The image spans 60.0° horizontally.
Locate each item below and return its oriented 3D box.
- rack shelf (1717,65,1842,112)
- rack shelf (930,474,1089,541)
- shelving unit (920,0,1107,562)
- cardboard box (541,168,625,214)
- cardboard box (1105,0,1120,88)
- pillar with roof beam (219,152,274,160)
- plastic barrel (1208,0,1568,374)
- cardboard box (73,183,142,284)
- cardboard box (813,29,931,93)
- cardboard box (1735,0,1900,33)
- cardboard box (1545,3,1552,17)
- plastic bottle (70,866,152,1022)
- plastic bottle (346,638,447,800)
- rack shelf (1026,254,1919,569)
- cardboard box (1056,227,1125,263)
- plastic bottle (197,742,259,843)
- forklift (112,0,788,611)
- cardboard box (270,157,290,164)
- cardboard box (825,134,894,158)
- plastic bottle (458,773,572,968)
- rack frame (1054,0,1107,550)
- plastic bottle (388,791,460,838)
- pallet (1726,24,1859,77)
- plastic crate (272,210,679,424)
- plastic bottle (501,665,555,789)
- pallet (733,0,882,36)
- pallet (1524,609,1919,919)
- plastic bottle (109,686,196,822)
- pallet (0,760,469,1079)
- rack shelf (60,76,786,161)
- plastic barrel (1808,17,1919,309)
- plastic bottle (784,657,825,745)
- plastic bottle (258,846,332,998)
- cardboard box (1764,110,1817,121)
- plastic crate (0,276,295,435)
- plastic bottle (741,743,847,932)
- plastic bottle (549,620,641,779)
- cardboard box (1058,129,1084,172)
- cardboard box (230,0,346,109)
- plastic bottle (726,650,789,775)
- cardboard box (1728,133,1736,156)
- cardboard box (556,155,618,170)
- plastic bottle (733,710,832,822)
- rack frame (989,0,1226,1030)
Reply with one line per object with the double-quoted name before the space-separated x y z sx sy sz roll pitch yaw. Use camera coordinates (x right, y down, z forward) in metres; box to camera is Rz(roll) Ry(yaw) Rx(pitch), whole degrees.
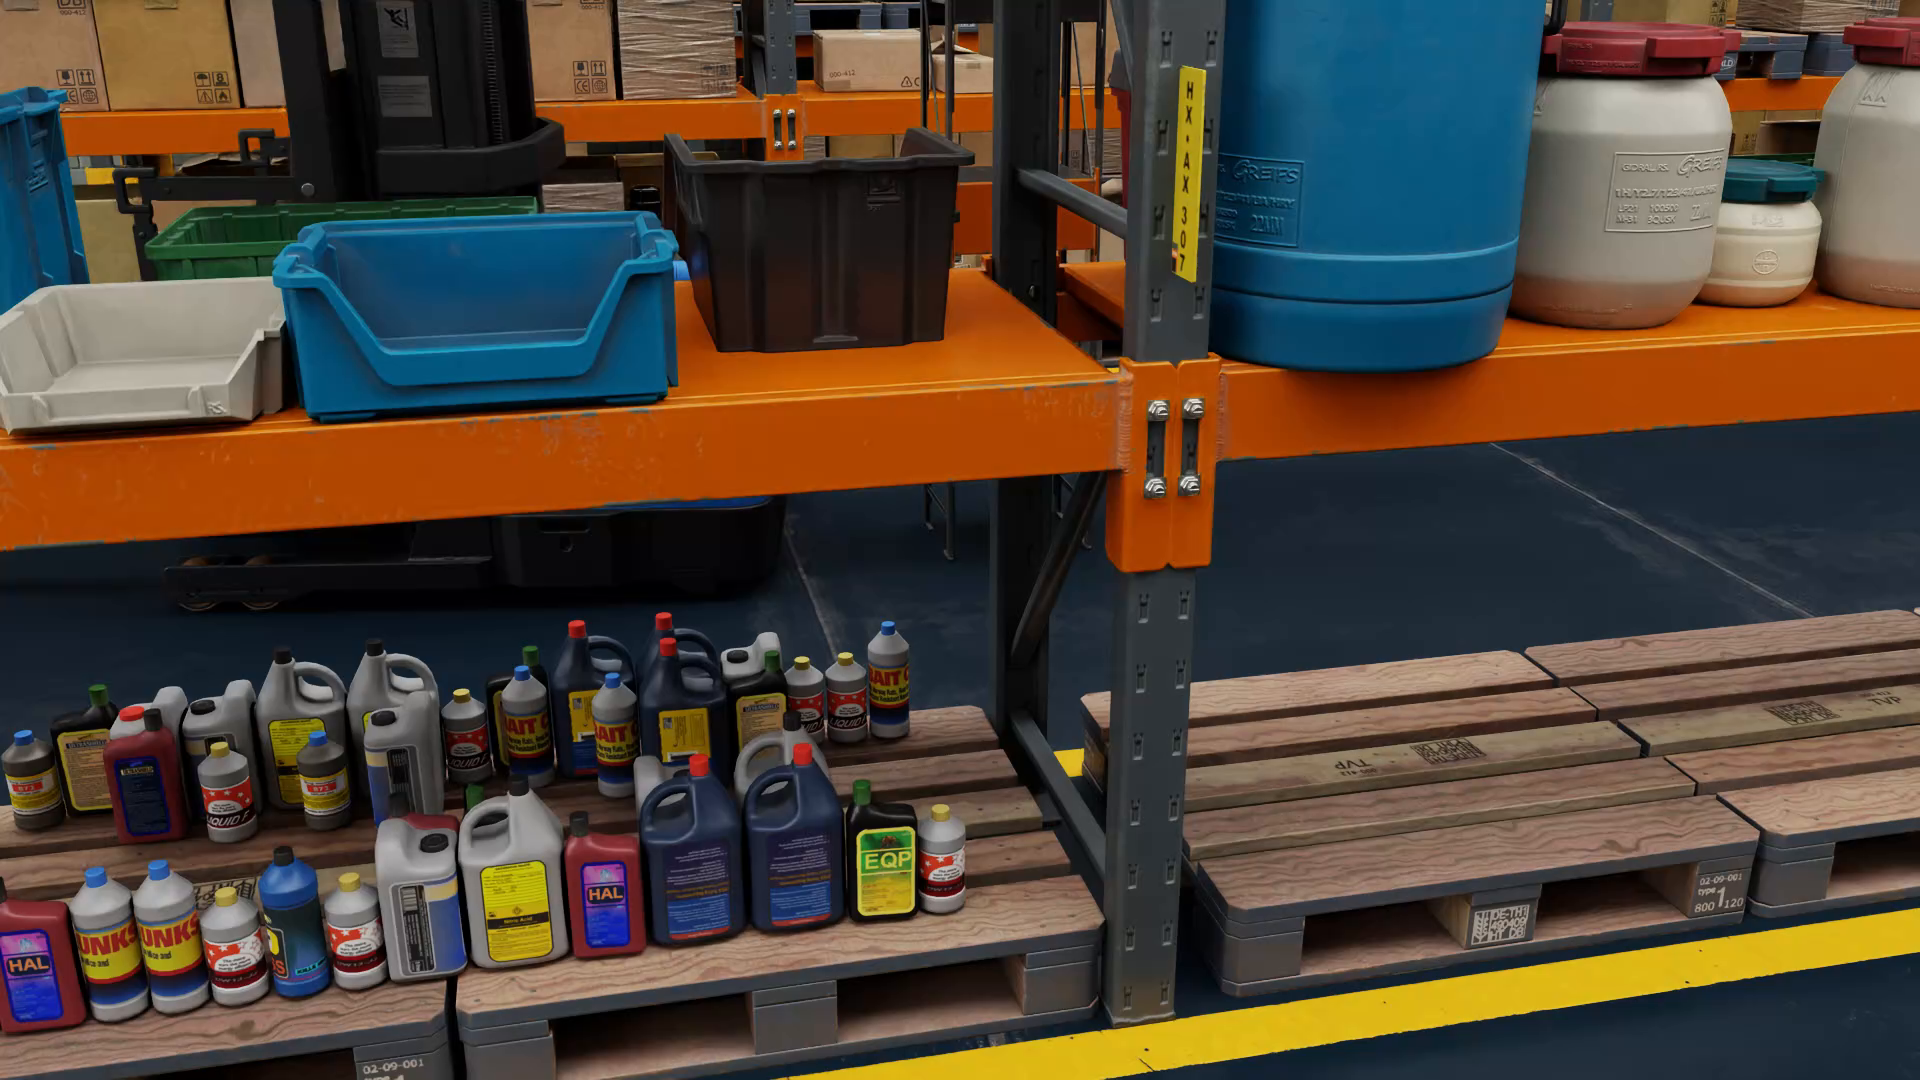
"rack shelf" 4.947 -2.427 9.125 4.000 0.370 1.077 -5 21 -12
"rack shelf" 0.161 -0.329 5.735 0.480 0.518 0.431 -5 21 -12
"shelving unit" 0.161 -0.999 5.489 0.503 2.100 0.431 -5 21 -12
"cardboard box" -1.782 -1.403 7.579 0.500 0.500 0.500 -5 21 -12
"cardboard box" 0.859 -2.474 8.061 0.500 0.500 0.500 -5 21 -12
"pillar with roof beam" -4.455 -5.352 7.342 0.400 9.000 9.100 -5 21 -12
"plastic barrel" 0.690 -0.796 2.898 0.708 0.901 0.600 -5 21 -12
"cardboard box" -3.725 -1.240 7.135 0.500 0.500 0.500 -5 21 -12
"cardboard box" -0.423 -2.273 7.877 0.500 0.250 0.500 -3 20 -9
"cardboard box" 4.522 -2.947 8.742 0.500 0.500 0.700 -1 20 -2
"cardboard box" 4.740 -4.277 13.466 0.250 0.149 0.380 -5 21 -12
"plastic bottle" -1.479 0.693 2.888 0.097 0.271 0.097 0 20 0
"plastic bottle" -1.234 0.379 3.630 0.185 0.351 0.144 -5 21 -13
"rack shelf" 2.190 -0.452 3.734 4.000 0.370 1.077 -5 21 -12
"cardboard box" 0.559 -1.488 8.087 0.500 0.311 0.500 -5 21 -14
"plastic bottle" -1.529 0.519 3.466 0.097 0.201 0.097 0 20 0
"forklift" -2.125 -1.340 5.210 3.031 2.935 1.130 -1 20 -2
"cardboard box" -4.679 -2.645 11.944 0.500 0.311 0.500 -3 20 -8
"cardboard box" -0.832 -3.102 12.917 0.500 0.500 0.700 -5 21 -14
"plastic bottle" -0.817 0.594 3.044 0.185 0.351 0.144 -5 21 -13
"rack frame" 0.399 -1.018 5.542 0.015 2.100 0.400 -5 21 -12
"plastic bottle" -1.001 0.601 3.121 0.133 0.283 0.061 -5 21 -12
"pallet" 4.892 -2.672 9.027 1.213 0.211 1.003 -5 21 -12
"plastic crate" -0.770 -0.383 2.716 0.616 0.251 0.499 -5 21 -12
"plastic bottle" -0.955 0.407 3.669 0.097 0.271 0.097 0 20 0
"pallet" -1.258 -3.870 12.296 1.213 0.211 1.003 -5 21 -12
"pallet" 2.189 0.505 4.130 1.213 0.211 1.003 -5 21 -12
"plastic bottle" -1.711 0.454 3.533 0.135 0.276 0.152 -4 21 -12
"pallet" -1.609 0.815 3.284 1.213 0.211 1.003 -5 21 -12
"rack shelf" -2.838 -1.794 7.397 4.000 0.370 1.077 -5 21 -12
"plastic barrel" 1.940 -0.756 3.319 0.433 0.535 0.433 0 20 0
"plastic bottle" -0.365 0.370 3.871 0.097 0.201 0.097 0 20 0
"plastic bottle" -1.184 0.669 2.954 0.097 0.271 0.097 0 20 0
"cardboard box" 6.991 -3.668 14.490 0.500 0.500 0.700 -5 21 -13
"plastic crate" -1.278 -0.294 2.641 0.437 0.136 0.530 -5 21 -12
"plastic bottle" -0.316 0.553 3.155 0.185 0.351 0.144 -5 21 -14
"plastic bottle" -0.821 0.346 3.722 0.185 0.351 0.144 -6 21 -15
"cardboard box" 0.640 -3.221 13.241 0.500 0.500 0.700 -5 21 -13
"cardboard box" -2.822 -2.176 7.250 0.500 0.500 0.700 -4 21 -11
"plastic bottle" -0.450 0.386 3.709 0.133 0.283 0.061 -5 21 -12
"cardboard box" 3.911 -2.150 9.227 0.500 0.250 0.500 -4 20 -10
"cardboard box" -1.900 -1.574 8.047 0.500 0.500 0.500 -5 21 -12
"plastic bottle" -0.349 0.505 3.287 0.185 0.351 0.144 -5 21 -12
"rack frame" 0.244 -0.632 3.178 0.127 3.000 1.000 -5 21 -12
